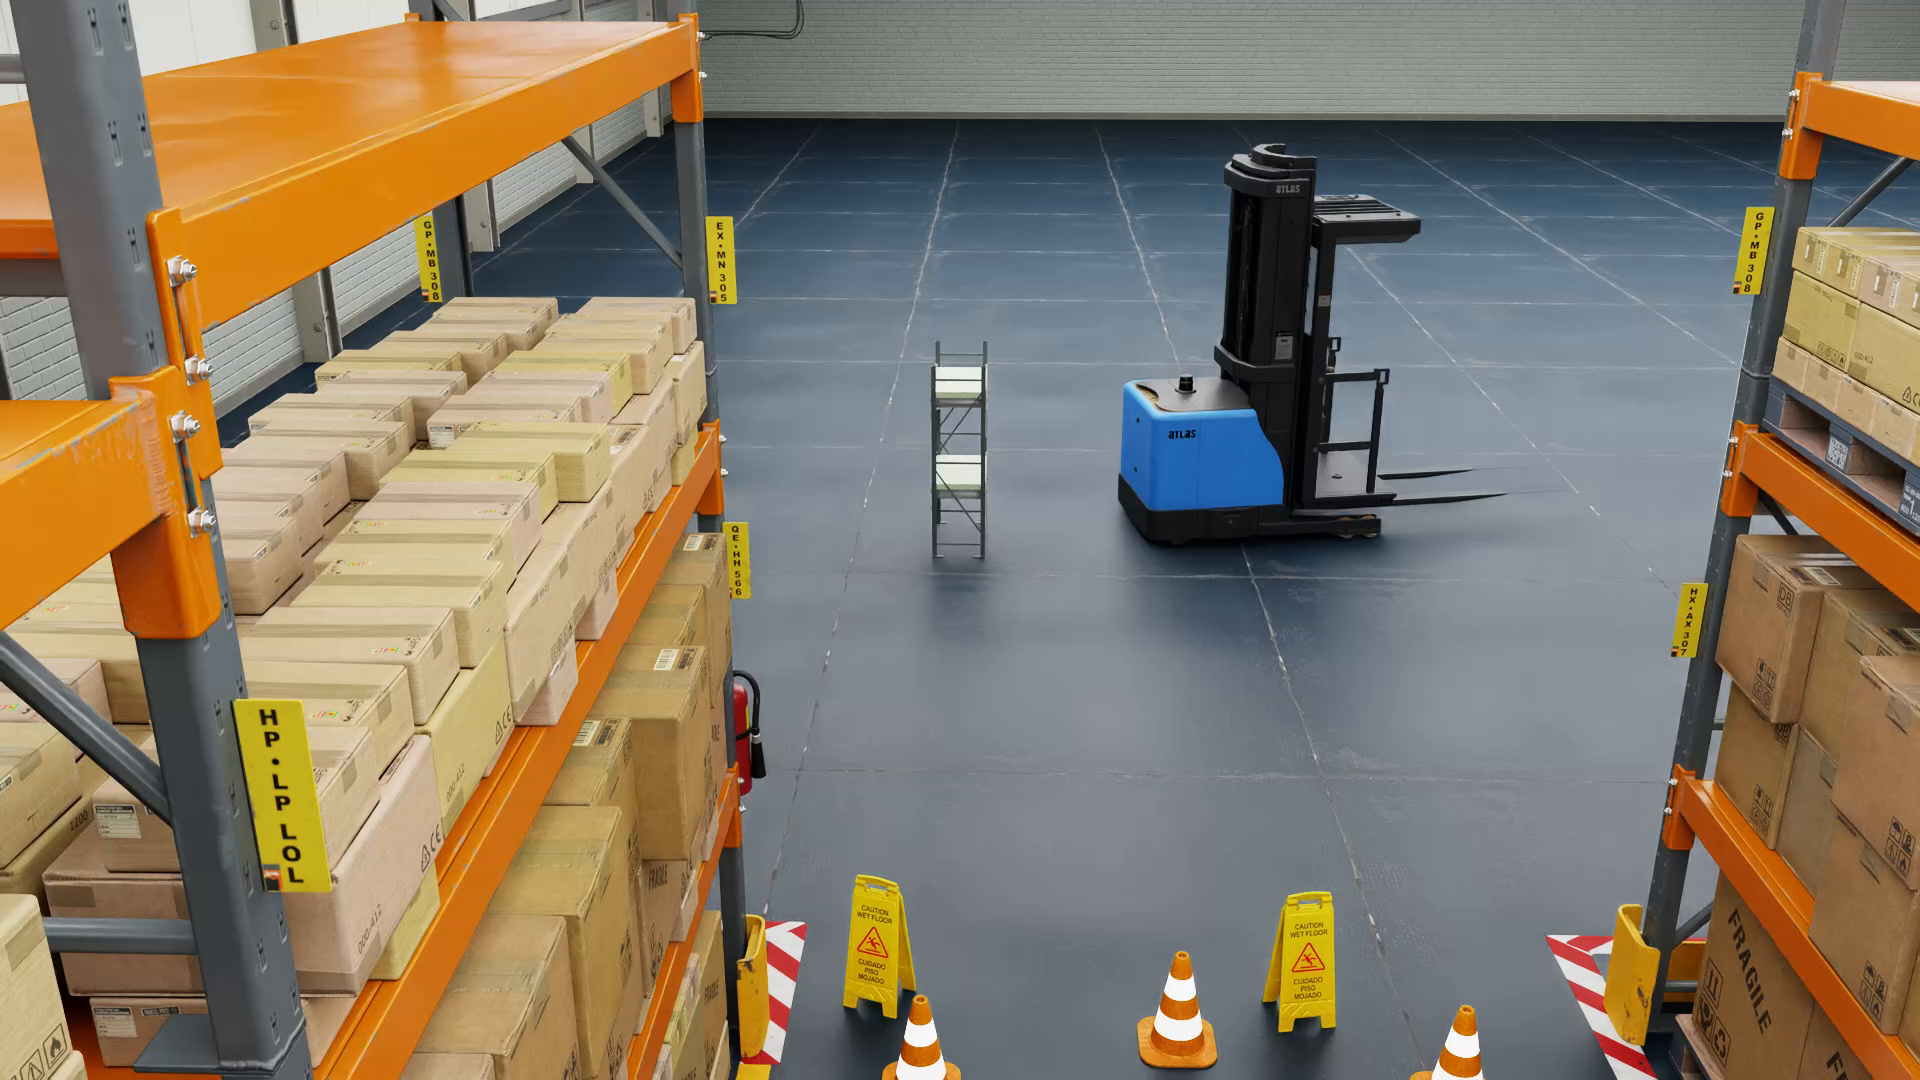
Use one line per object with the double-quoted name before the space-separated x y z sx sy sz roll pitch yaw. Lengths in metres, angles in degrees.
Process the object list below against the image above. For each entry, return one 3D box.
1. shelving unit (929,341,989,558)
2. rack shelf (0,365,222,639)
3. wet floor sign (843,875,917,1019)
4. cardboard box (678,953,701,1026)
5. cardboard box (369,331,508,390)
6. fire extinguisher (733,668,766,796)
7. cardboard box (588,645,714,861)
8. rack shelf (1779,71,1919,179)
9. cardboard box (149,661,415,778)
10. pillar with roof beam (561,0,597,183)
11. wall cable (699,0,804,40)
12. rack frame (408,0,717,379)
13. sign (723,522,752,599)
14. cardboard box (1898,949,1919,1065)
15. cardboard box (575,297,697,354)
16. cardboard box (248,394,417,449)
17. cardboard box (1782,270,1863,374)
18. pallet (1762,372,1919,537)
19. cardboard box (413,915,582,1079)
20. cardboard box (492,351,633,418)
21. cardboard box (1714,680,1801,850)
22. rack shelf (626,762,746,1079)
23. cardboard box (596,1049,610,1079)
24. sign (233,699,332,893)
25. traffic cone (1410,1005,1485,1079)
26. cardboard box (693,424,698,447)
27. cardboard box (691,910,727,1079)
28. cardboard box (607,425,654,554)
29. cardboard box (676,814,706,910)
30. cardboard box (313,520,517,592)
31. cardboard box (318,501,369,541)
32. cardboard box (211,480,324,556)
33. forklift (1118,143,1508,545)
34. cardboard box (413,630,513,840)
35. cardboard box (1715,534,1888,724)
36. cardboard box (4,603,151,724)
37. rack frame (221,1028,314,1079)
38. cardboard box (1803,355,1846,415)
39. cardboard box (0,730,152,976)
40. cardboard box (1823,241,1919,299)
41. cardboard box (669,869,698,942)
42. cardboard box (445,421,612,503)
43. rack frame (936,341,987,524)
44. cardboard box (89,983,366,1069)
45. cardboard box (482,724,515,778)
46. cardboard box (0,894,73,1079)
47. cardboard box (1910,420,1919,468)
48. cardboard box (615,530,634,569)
"shelving unit" 0.000 -0.702 12.764 0.431 1.500 0.755 1 21 2
"rack shelf" -1.625 0.652 0.457 1.077 0.370 4.000 1 21 2
"wet floor sign" -0.367 1.798 7.503 0.267 0.644 0.232 8 23 20
"cardboard box" -1.150 1.617 6.001 0.380 0.149 0.250 1 21 3
"cardboard box" -1.718 -0.589 5.497 0.380 0.149 0.250 1 21 2
"fire extinguisher" -0.979 0.757 7.038 0.296 0.674 0.183 1 21 2
"cardboard box" -1.176 0.661 5.246 0.700 0.500 0.500 0 21 1
"rack shelf" 3.447 -0.777 4.138 1.077 0.370 4.000 1 21 2
"cardboard box" -1.250 0.346 3.089 0.380 0.149 0.250 1 21 3
"pillar with roof beam" -2.293 -10.481 27.602 9.100 9.000 0.400 1 21 2
"wall cable" -5.002 -12.301 36.584 3.097 2.526 0.112 1 21 2
"rack frame" -1.443 -2.040 5.845 1.000 3.000 0.127 1 21 2
"sign" -0.889 0.083 6.630 0.100 0.325 0.005 1 21 2
"cardboard box" 3.430 1.432 4.984 0.875 0.550 0.500 1 21 2
"cardboard box" -1.158 -0.770 5.966 0.380 0.149 0.250 1 21 2
"cardboard box" -1.802 -0.314 4.791 0.380 0.149 0.250 1 21 3
"cardboard box" 3.237 -0.763 5.779 0.500 0.250 0.500 1 21 2
"pallet" 3.496 -0.314 5.666 1.003 0.211 1.213 1 21 2
"cardboard box" -1.297 1.211 3.830 0.700 0.500 0.500 1 21 2
"cardboard box" -1.253 -0.494 5.253 0.380 0.149 0.250 1 21 2
"cardboard box" 3.542 0.840 6.510 0.875 0.550 0.550 1 21 2
"rack shelf" -1.504 1.816 5.197 1.077 0.370 4.000 1 21 2
"cardboard box" -1.252 1.499 4.469 0.500 0.500 0.500 0 21 1
"sign" -1.010 0.385 2.483 0.100 0.325 0.005 1 21 2
"traffic cone" 2.073 2.134 6.889 0.336 0.463 0.334 1 21 2
"cardboard box" -1.174 -0.392 6.093 0.380 0.149 0.250 1 21 2
"cardboard box" -1.206 1.786 6.462 0.500 0.500 0.500 1 21 2
"cardboard box" -1.216 -0.152 4.925 0.500 0.250 0.500 1 21 3
"cardboard box" -1.204 0.952 5.879 0.500 0.500 0.500 1 21 2
"cardboard box" -1.241 0.066 3.812 0.380 0.149 0.250 0 21 0
"cardboard box" -1.776 0.023 4.472 0.500 0.250 0.500 1 21 3
"cardboard box" -1.801 -0.036 4.074 0.380 0.149 0.250 1 21 2
"forklift" 2.862 -1.564 13.007 3.031 2.935 1.130 -3 21 -9
"cardboard box" -1.271 0.394 3.517 0.500 0.250 0.500 0 21 1
"cardboard box" 3.458 0.336 6.317 0.875 0.550 0.550 1 21 2
"cardboard box" -1.744 0.246 3.348 0.380 0.149 0.250 1 21 3
"rack frame" -1.564 2.204 3.203 1.000 3.000 0.127 1 21 2
"cardboard box" 3.170 -0.536 5.745 0.380 0.149 0.250 1 21 2
"cardboard box" -1.820 0.573 3.054 0.500 0.250 0.500 0 21 1
"cardboard box" 3.171 -0.912 5.613 0.380 0.149 0.250 1 21 2
"cardboard box" -1.144 1.291 5.903 0.380 0.149 0.250 1 21 3
"cardboard box" -1.171 -0.215 4.536 0.380 0.149 0.250 1 21 3
"rack frame" 0.011 -0.834 13.105 0.400 1.500 0.023 1 21 2
"cardboard box" -1.307 0.811 2.992 0.380 0.149 0.250 0 21 1
"cardboard box" -1.282 0.441 3.947 0.380 0.149 0.250 0 21 0
"cardboard box" -1.455 0.657 1.978 0.500 0.250 0.500 1 21 3
"cardboard box" 3.147 -0.263 5.042 0.380 0.149 0.250 1 21 2
"cardboard box" -1.225 -0.024 5.146 0.380 0.149 0.250 0 21 1
